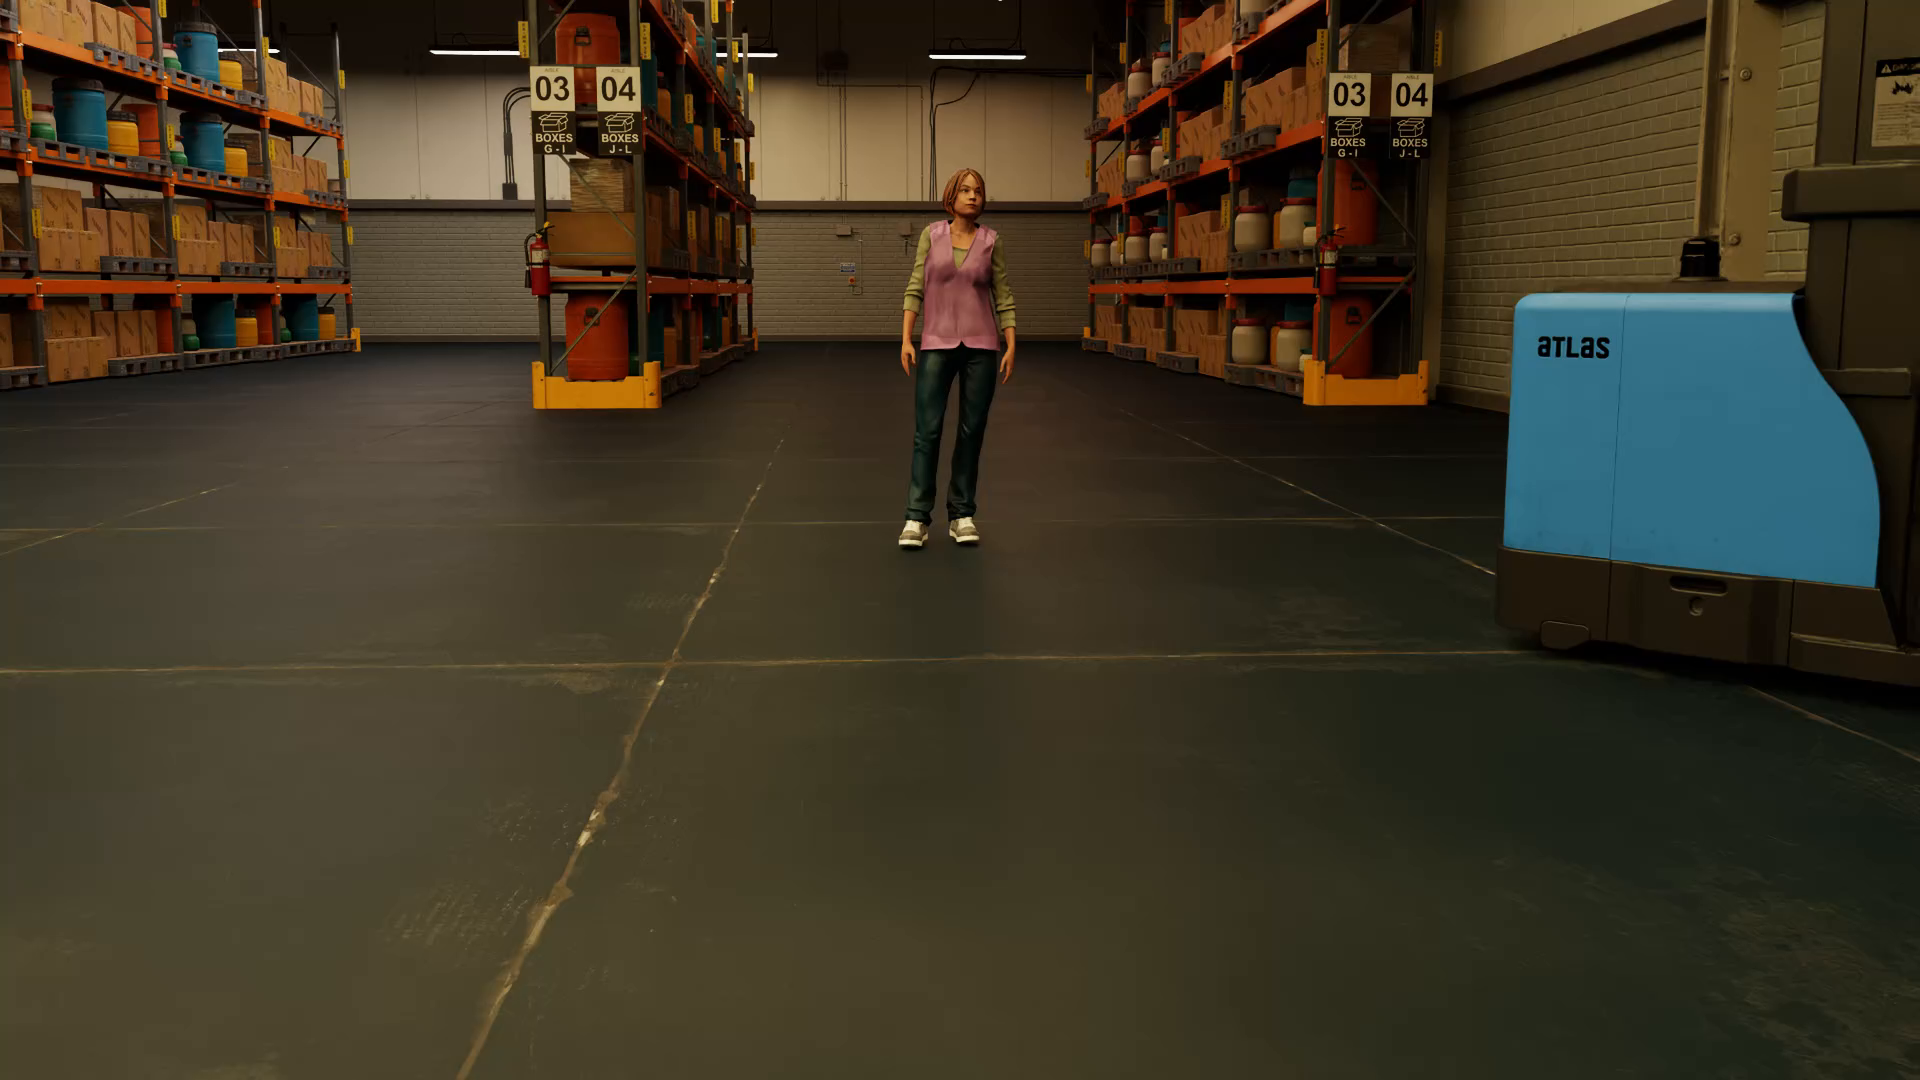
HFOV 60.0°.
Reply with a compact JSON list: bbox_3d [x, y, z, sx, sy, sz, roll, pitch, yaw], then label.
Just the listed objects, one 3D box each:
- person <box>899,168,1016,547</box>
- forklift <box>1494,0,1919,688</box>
[{"bbox_3d":[-0.010,-0.786,7.118,0.520,1.597,0.476,-1,8,-4],"label":"person"},{"bbox_3d":[3.068,-1.027,4.245,3.031,2.935,1.130,8,11,42],"label":"forklift"}]
